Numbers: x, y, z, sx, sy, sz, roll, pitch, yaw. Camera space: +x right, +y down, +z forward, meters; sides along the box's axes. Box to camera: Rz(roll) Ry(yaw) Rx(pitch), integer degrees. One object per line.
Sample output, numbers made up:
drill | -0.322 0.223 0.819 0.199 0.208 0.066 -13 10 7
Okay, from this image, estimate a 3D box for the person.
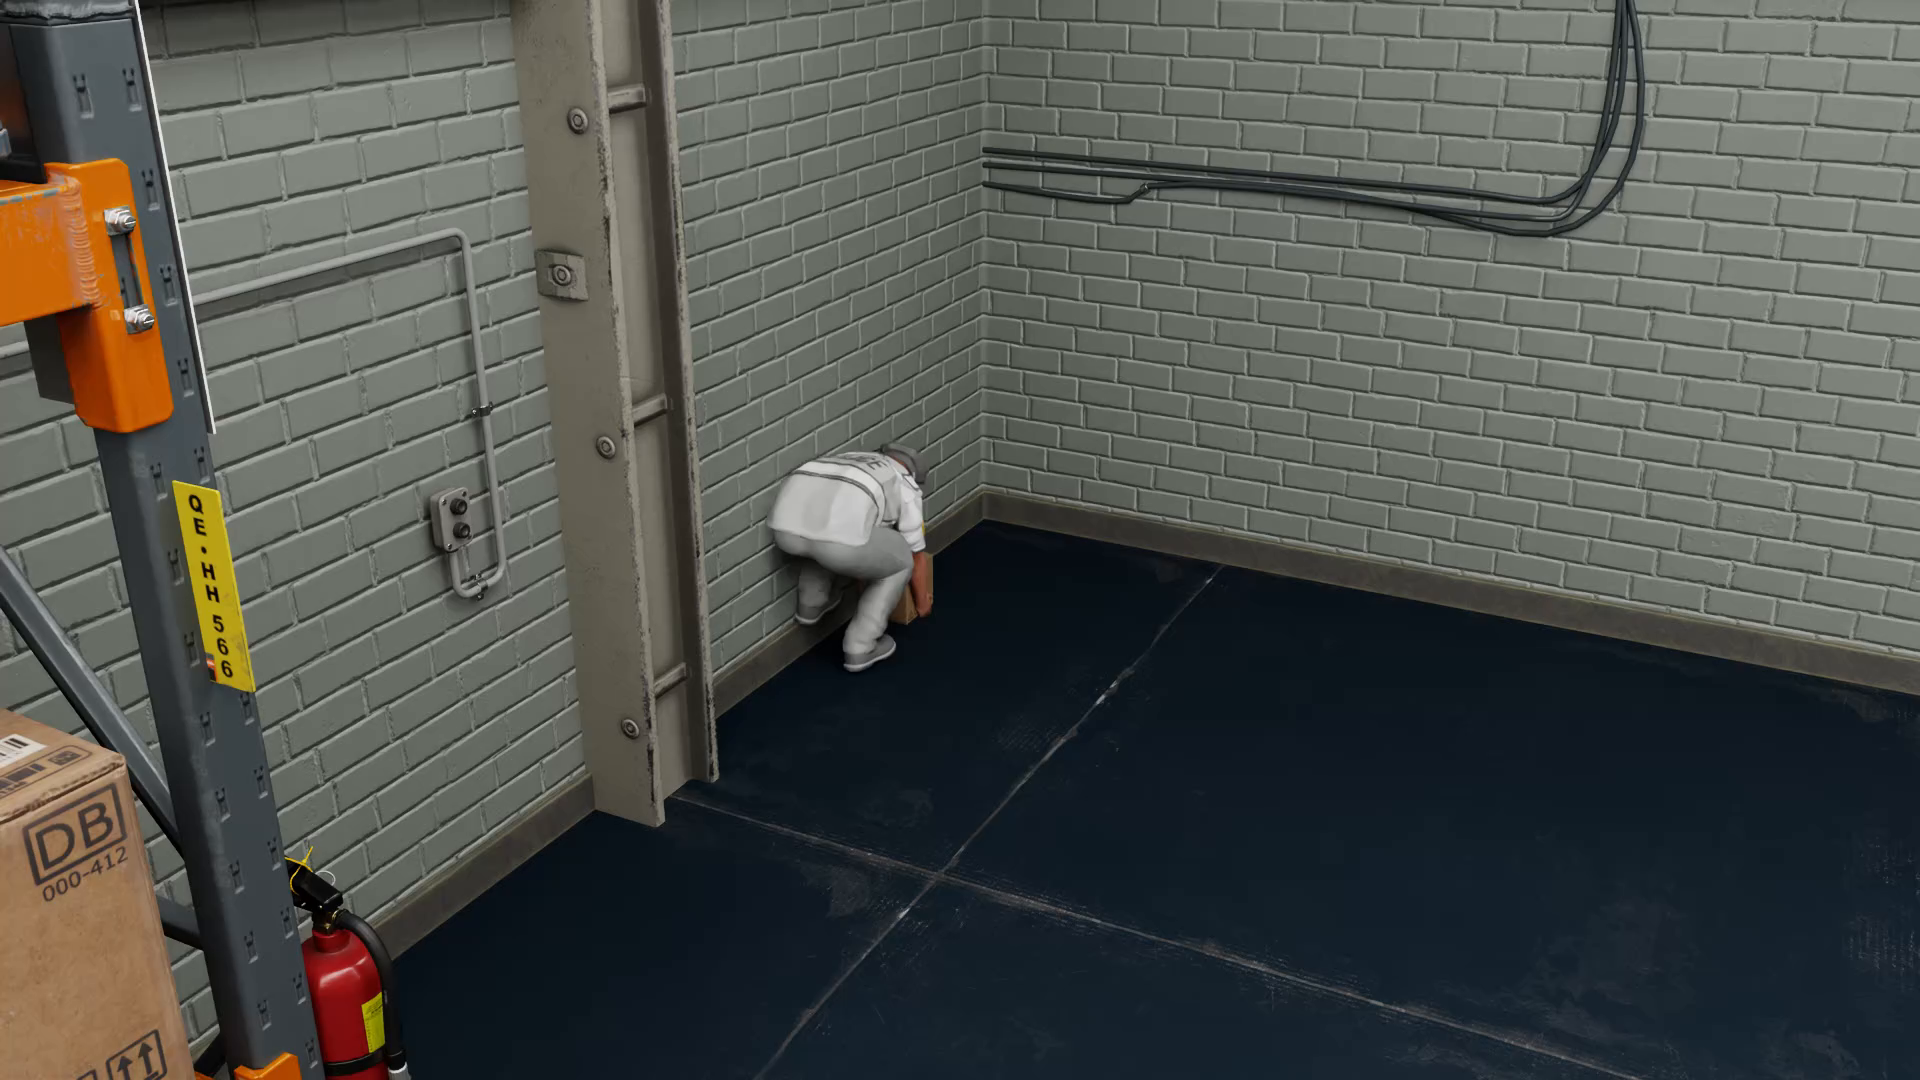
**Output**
person | -0.441 0.026 7.173 0.542 0.901 1.026 10 25 23
